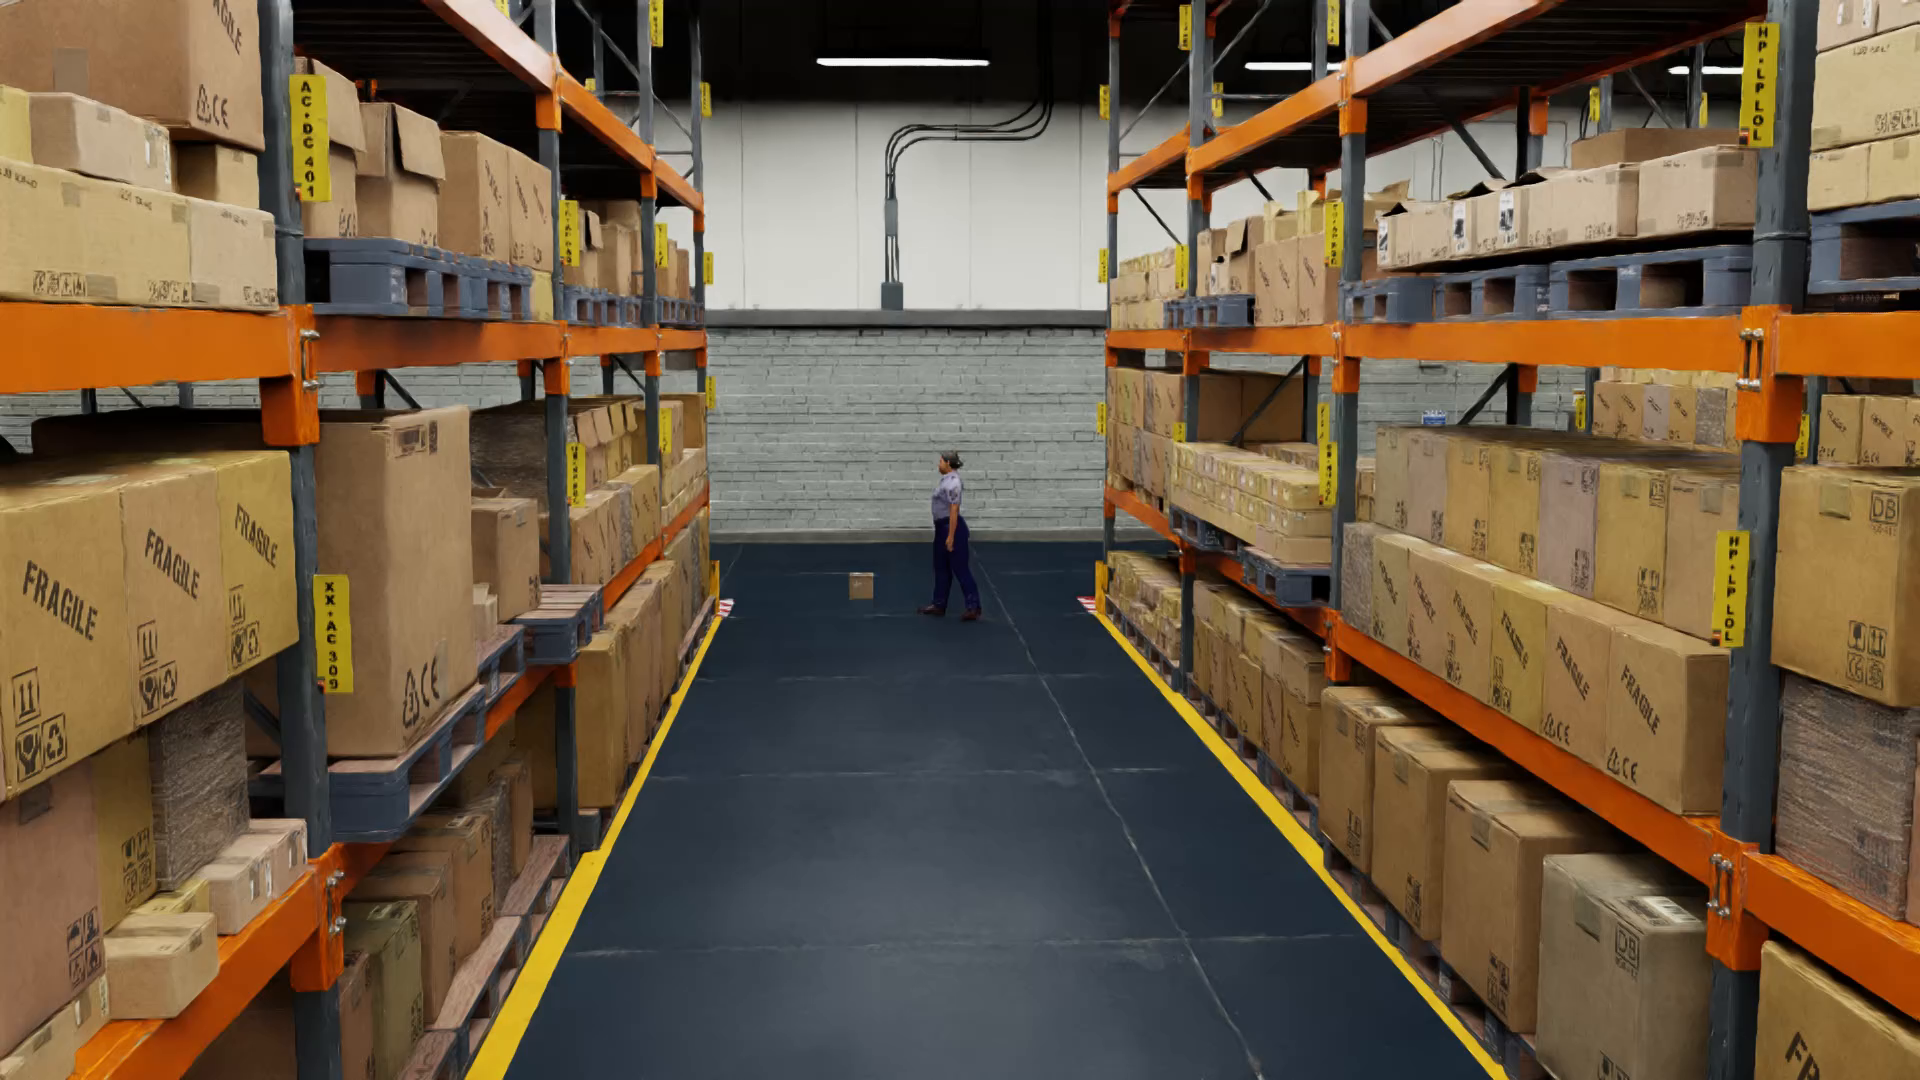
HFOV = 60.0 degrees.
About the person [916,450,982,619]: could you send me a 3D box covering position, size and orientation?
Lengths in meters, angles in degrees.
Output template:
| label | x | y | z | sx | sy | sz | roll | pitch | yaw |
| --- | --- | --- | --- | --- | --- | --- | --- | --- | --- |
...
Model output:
| label | x | y | z | sx | sy | sz | roll | pitch | yaw |
| --- | --- | --- | --- | --- | --- | --- | --- | --- | --- |
| person | -0.111 | -0.072 | 16.340 | 0.609 | 1.634 | 0.700 | -1 | 7 | -9 |
